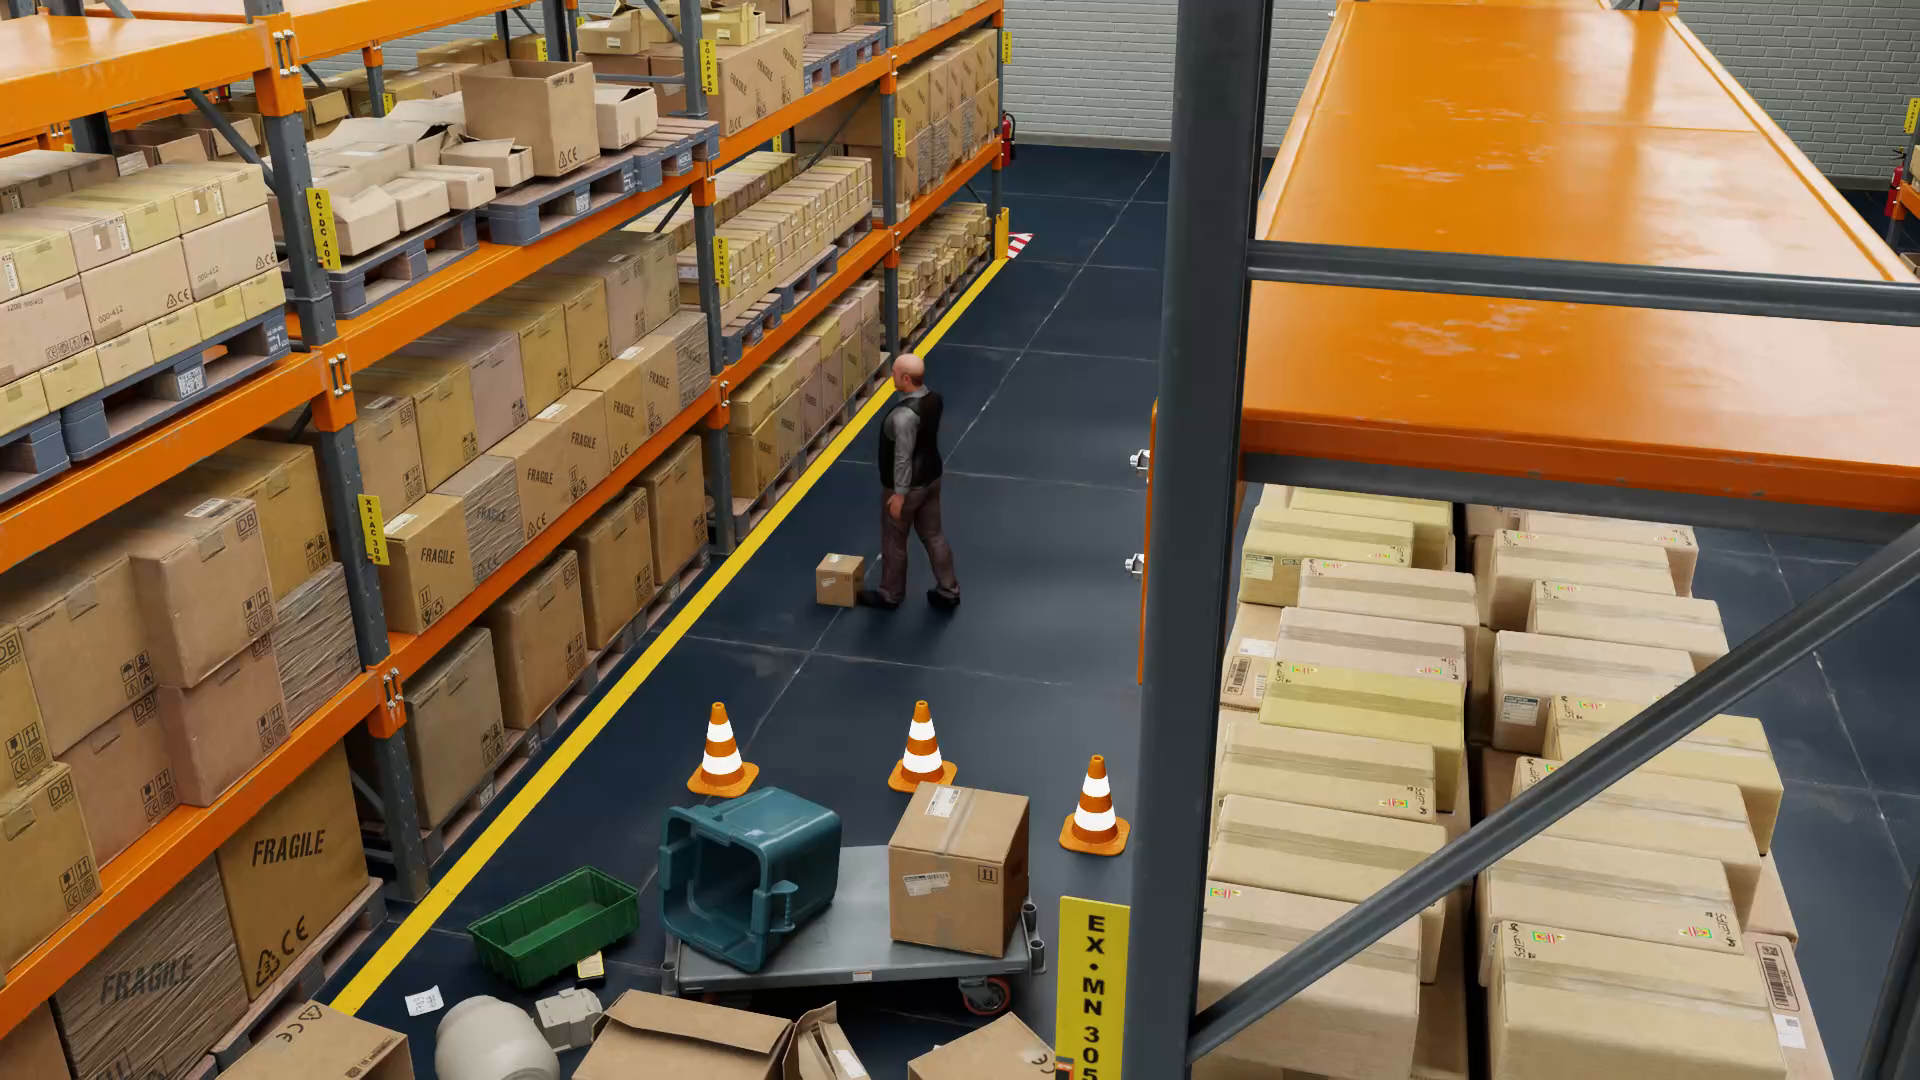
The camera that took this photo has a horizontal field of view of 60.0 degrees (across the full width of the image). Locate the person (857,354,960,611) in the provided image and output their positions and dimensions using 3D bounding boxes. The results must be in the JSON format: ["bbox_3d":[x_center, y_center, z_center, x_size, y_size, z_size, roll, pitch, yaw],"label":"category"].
[{"bbox_3d":[-0.327,-0.358,10.491,0.666,1.724,0.561,13,28,26],"label":"person"}]
